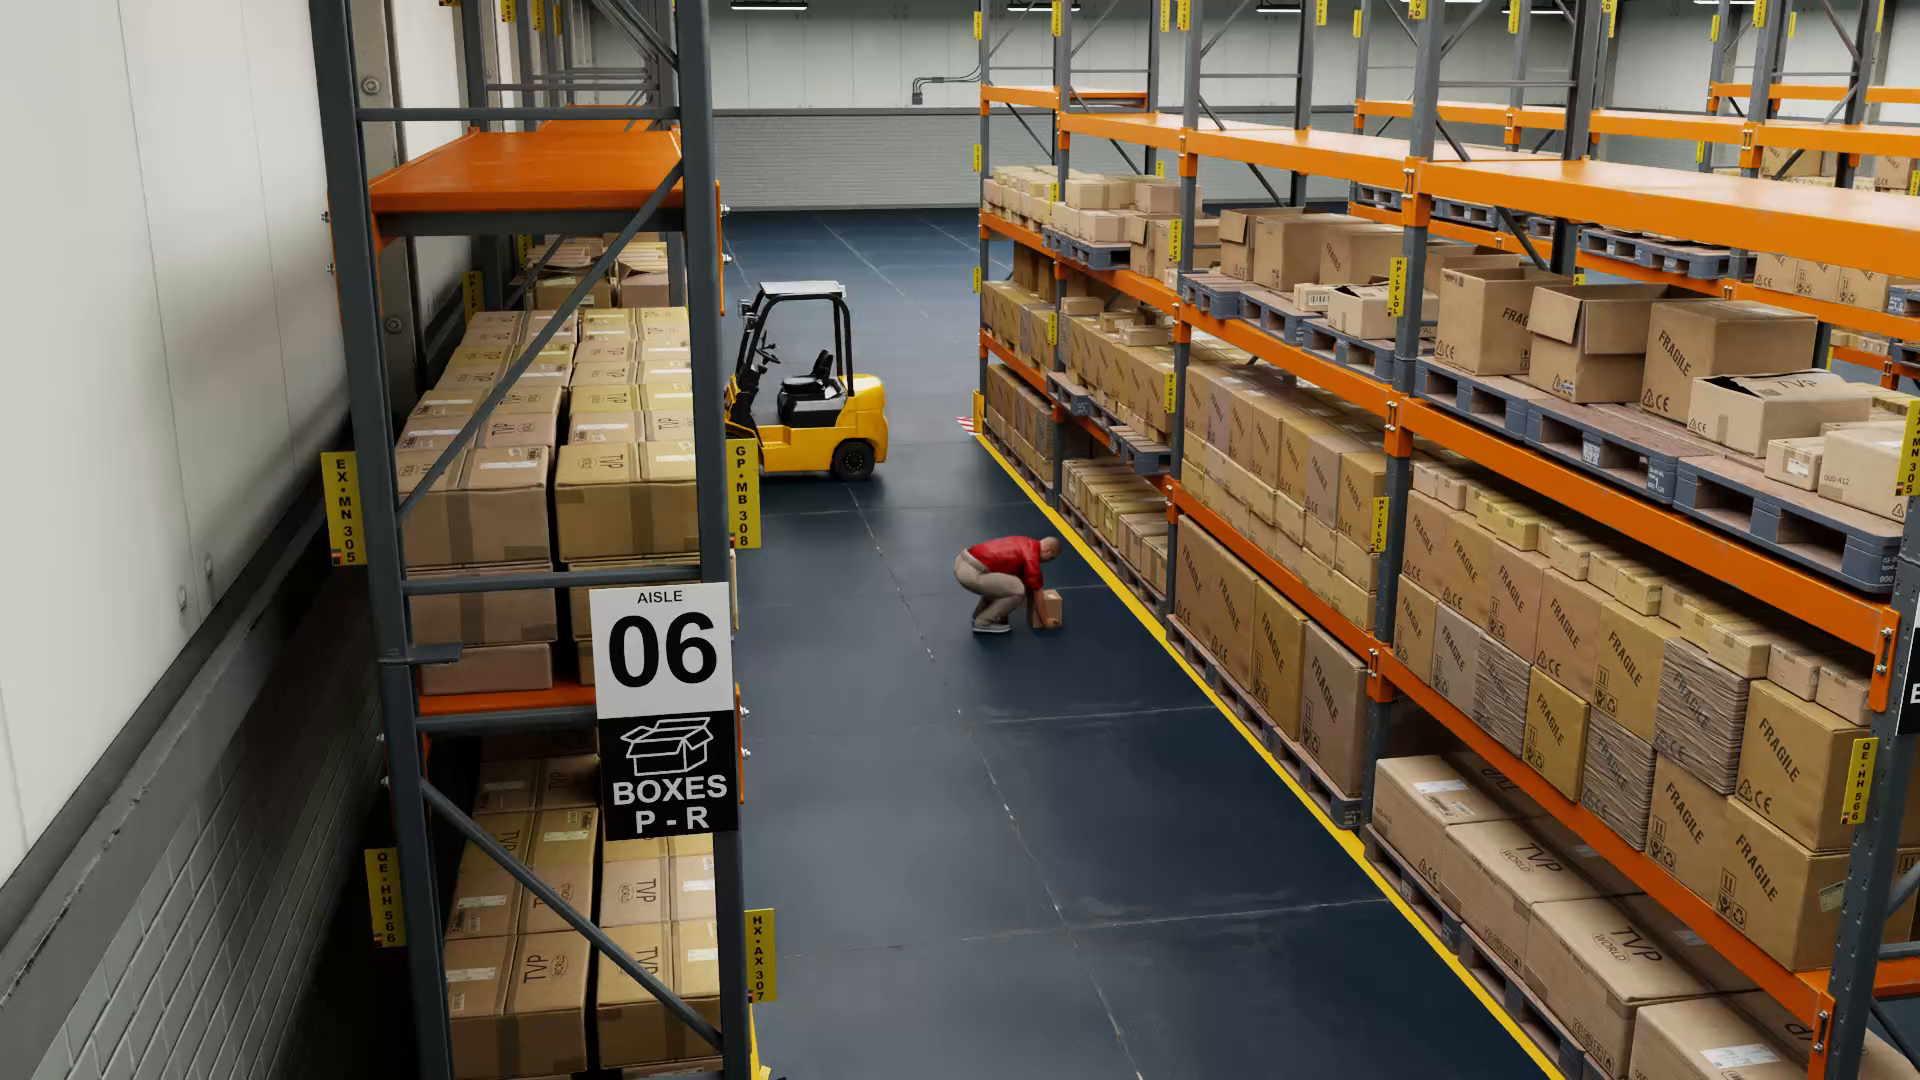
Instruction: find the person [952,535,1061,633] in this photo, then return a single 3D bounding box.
[{"bbox_3d":[0.407,0.369,14.053,0.940,0.788,0.518,-3,17,-12],"label":"person"}]
